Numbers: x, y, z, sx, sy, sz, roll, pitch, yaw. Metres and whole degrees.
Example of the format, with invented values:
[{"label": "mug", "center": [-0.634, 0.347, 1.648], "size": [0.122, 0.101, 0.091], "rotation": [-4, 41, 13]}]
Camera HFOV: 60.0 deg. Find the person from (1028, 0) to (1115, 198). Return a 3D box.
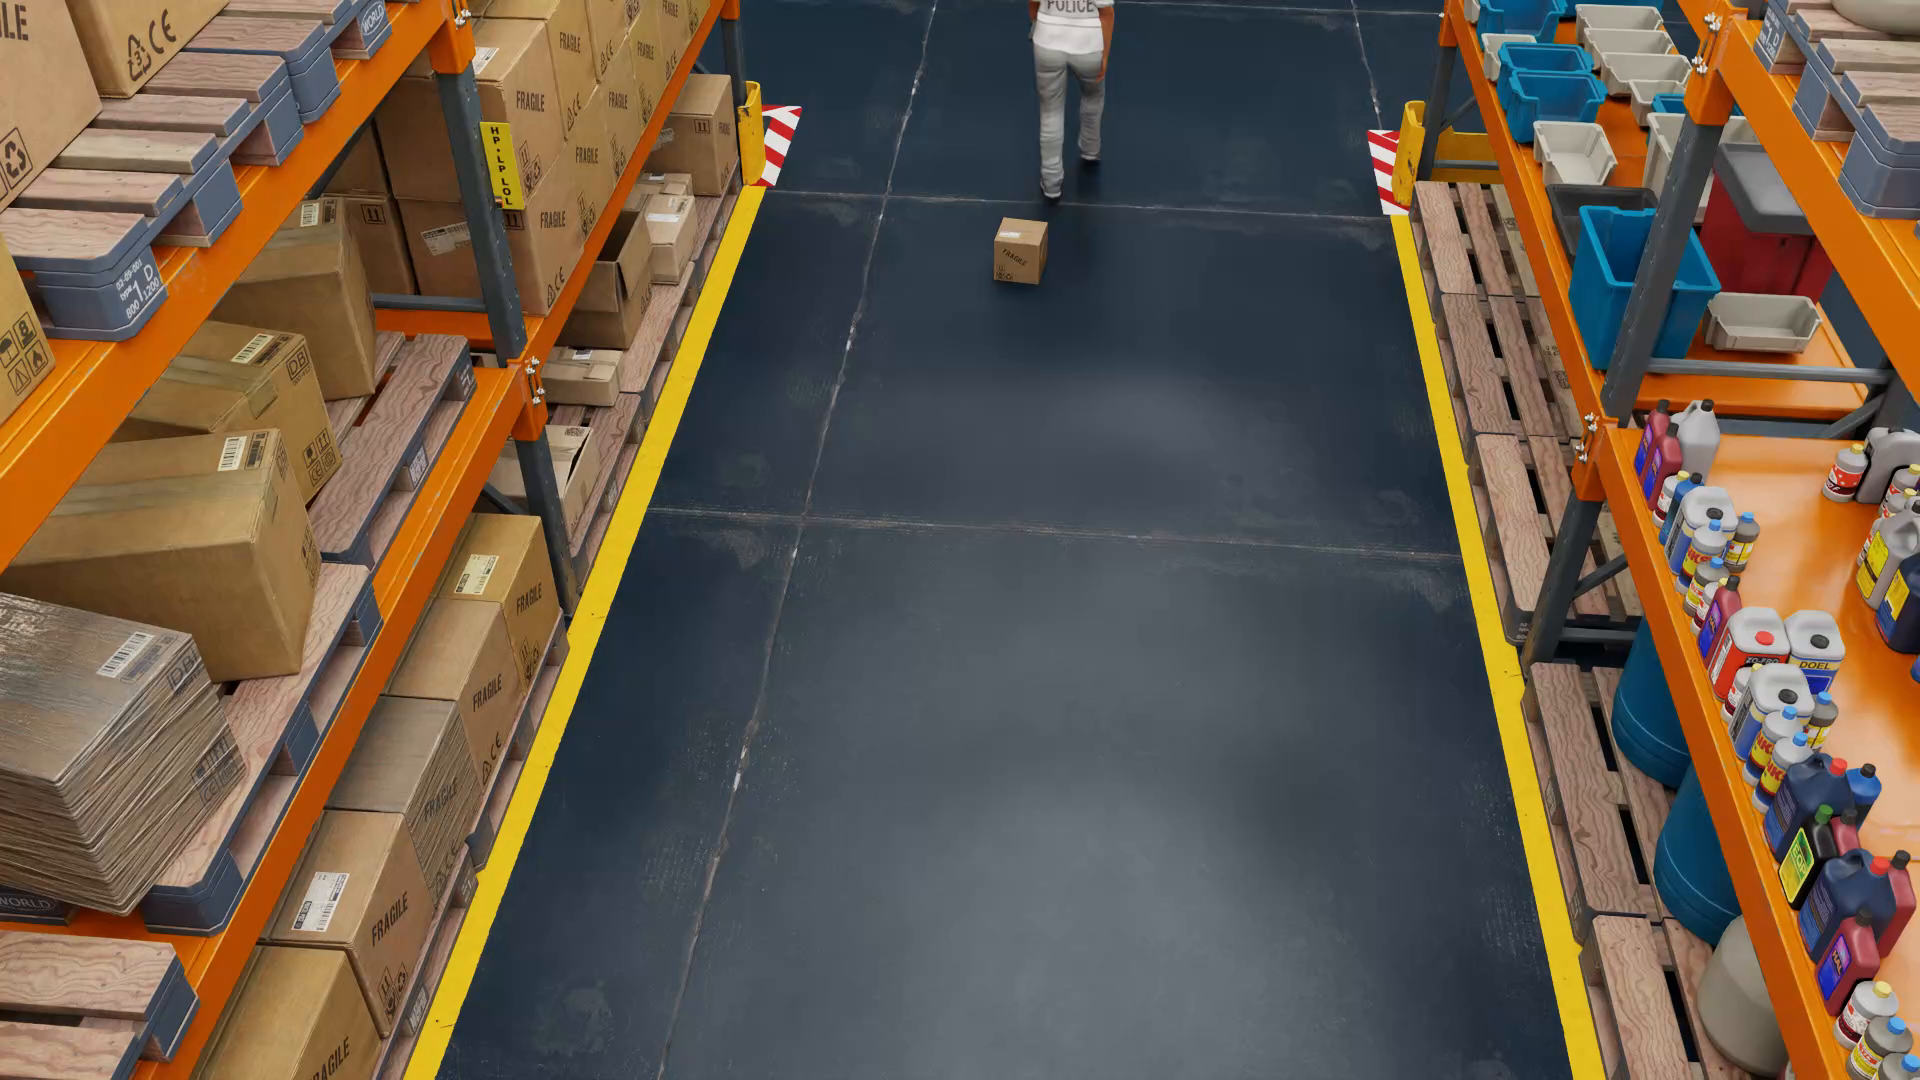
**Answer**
[{"label": "person", "center": [0.627, -2.806, 9.486], "size": [0.491, 1.709, 0.723], "rotation": [4, 40, 5]}]
